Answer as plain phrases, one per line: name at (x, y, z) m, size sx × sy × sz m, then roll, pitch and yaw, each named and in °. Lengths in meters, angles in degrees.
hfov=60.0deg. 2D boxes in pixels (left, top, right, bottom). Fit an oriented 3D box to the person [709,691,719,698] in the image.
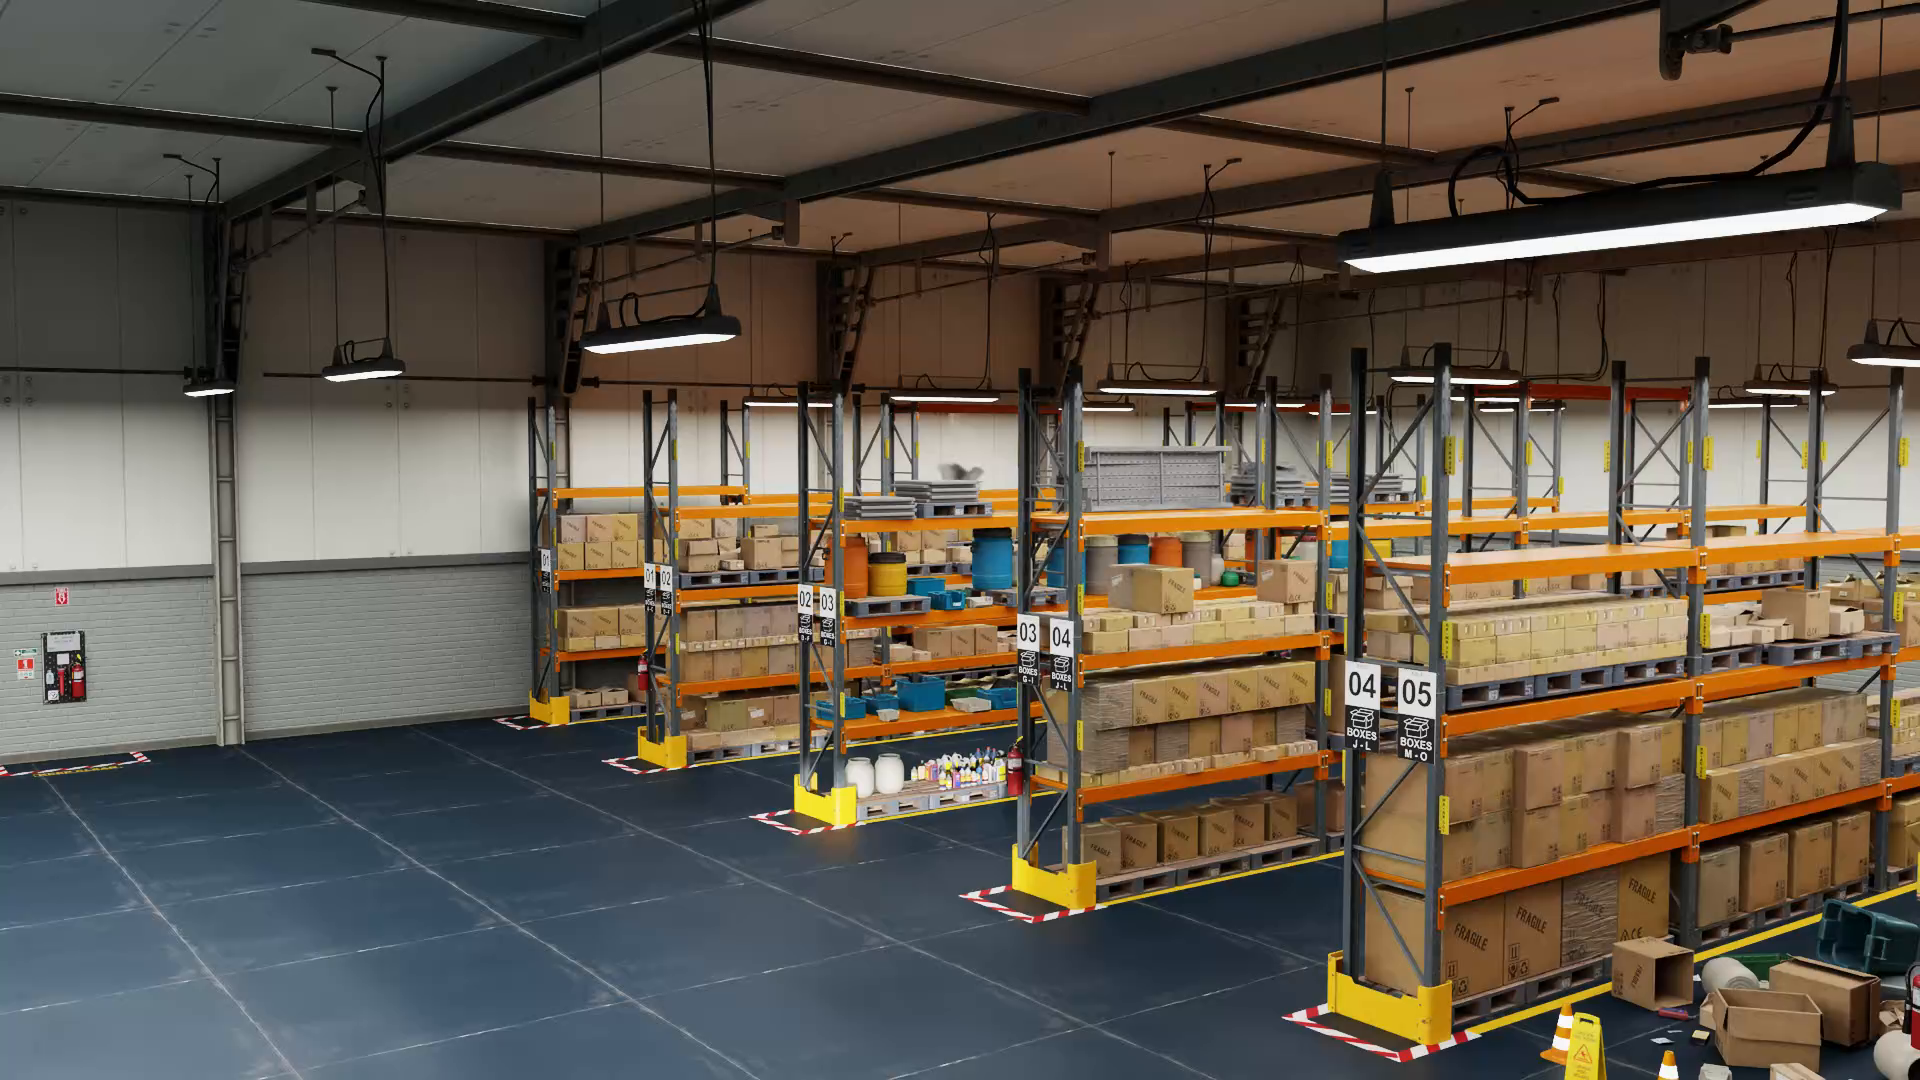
person at (-4.329, 2.514, 30.020) m, size 0.795 × 1.821 × 0.684 m, roll -3°, pitch 5°, yaw -43°
